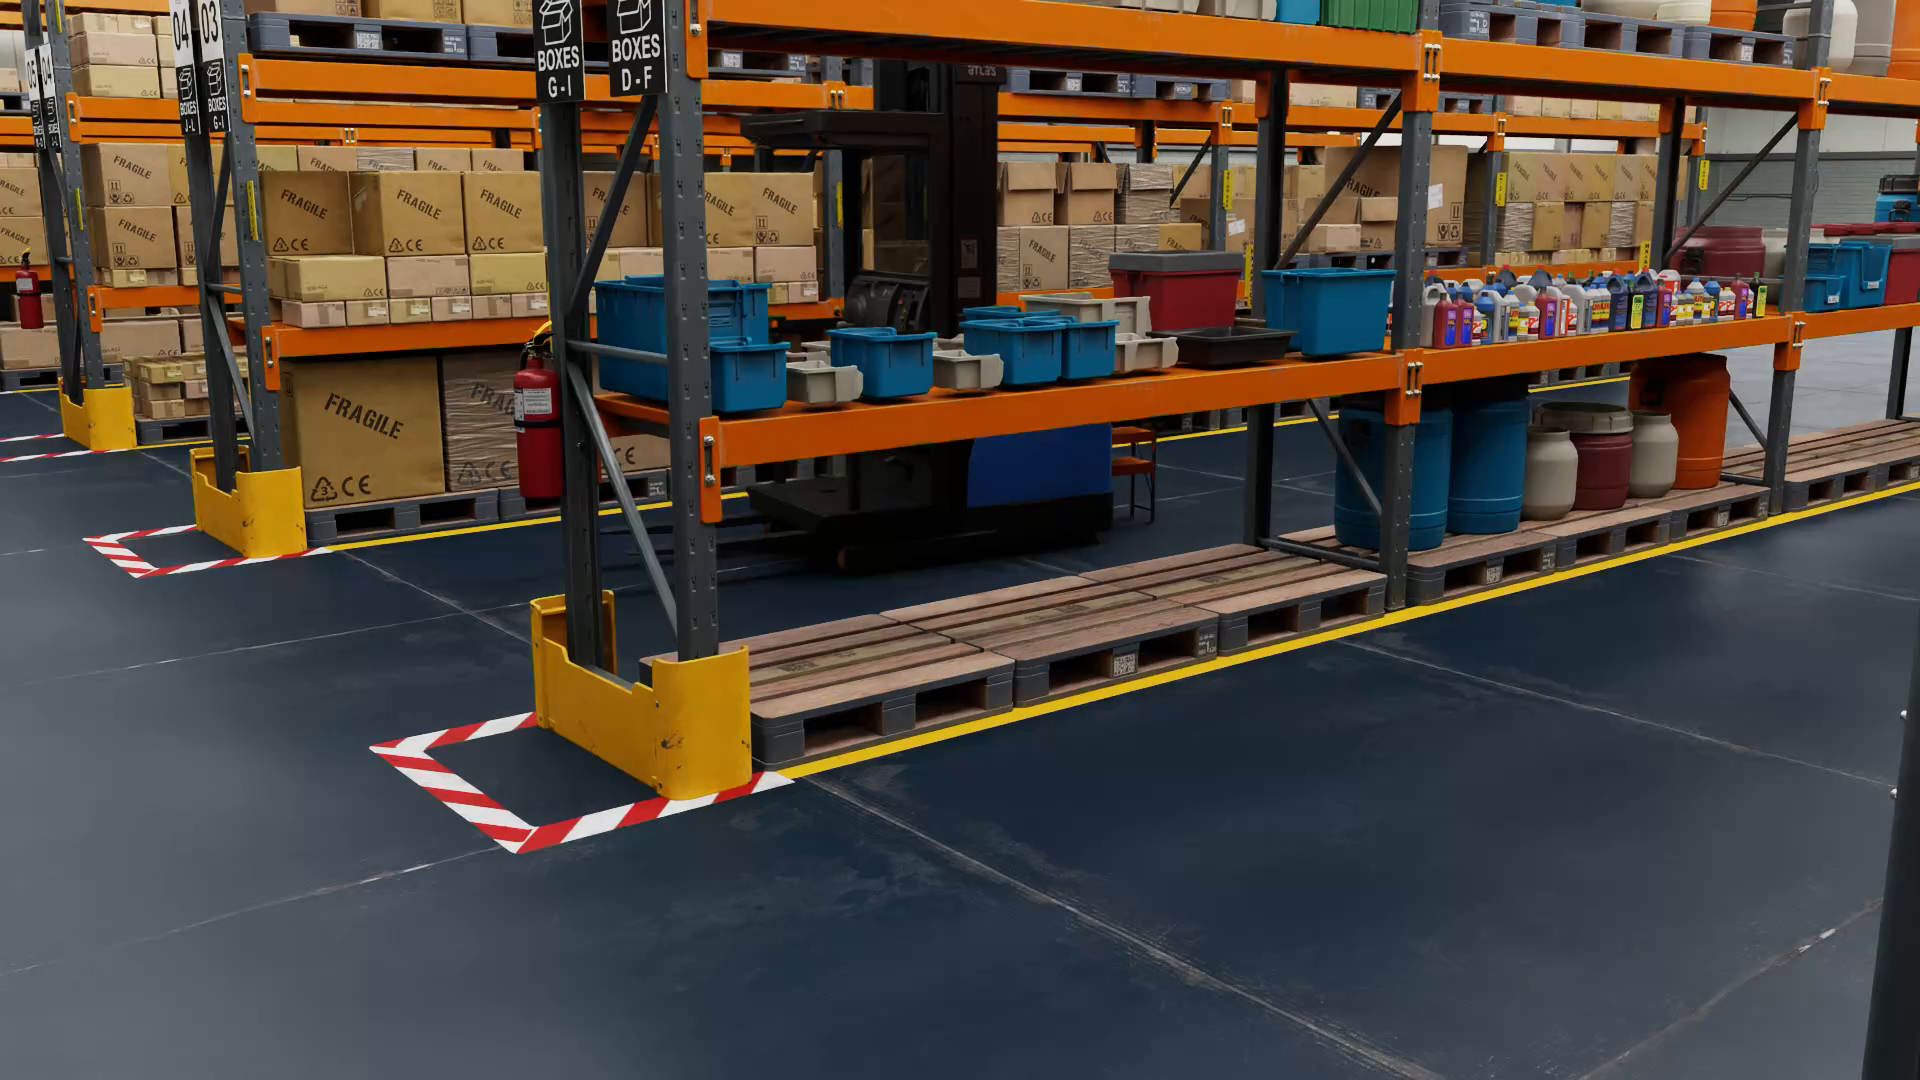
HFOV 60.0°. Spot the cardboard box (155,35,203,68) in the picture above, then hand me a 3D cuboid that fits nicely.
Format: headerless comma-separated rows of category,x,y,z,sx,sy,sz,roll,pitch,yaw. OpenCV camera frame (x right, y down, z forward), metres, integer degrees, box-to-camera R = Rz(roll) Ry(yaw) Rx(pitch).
cardboard box,-6.417,-4.012,13.738,0.500,0.250,0.500,-10,15,-38

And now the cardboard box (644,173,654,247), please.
cardboard box,-2.109,-2.348,11.805,0.500,0.500,0.500,-9,15,-38

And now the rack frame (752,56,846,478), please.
rack frame,-1.186,-1.992,12.291,0.127,3.000,1.000,-9,15,-38

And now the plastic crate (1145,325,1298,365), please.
plastic crate,1.202,-0.895,7.640,0.590,0.125,0.437,-9,15,-38

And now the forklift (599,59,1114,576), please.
forklift,-0.603,-1.361,9.480,3.031,2.935,1.130,-7,14,-30

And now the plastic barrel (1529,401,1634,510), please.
plastic barrel,3.779,-0.521,10.156,0.708,0.588,0.600,-9,15,-38

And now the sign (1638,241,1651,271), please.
sign,4.683,-1.876,11.351,0.005,0.325,0.100,-9,15,-38

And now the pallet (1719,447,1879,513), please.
pallet,5.661,-0.438,11.685,1.213,0.211,1.003,-9,15,-38

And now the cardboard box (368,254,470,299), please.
cardboard box,-3.364,-1.633,10.241,0.500,0.250,0.500,-10,15,-38

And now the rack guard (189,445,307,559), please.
rack guard,-4.328,-0.248,10.091,0.348,0.500,1.175,-9,15,-38

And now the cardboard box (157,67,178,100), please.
cardboard box,-6.404,-3.769,13.798,0.500,0.250,0.500,-9,15,-36

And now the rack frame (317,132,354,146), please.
rack frame,-7.376,-3.600,19.860,0.127,3.000,1.000,-9,15,-38

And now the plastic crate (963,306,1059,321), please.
plastic crate,0.229,-0.926,7.525,0.300,0.233,0.416,-9,15,-38

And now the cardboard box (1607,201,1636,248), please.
cardboard box,7.005,-3.535,18.597,0.500,0.500,0.875,-9,15,-38

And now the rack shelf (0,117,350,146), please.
rack shelf,-8.938,-4.456,18.401,4.000,0.370,1.077,-9,15,-38

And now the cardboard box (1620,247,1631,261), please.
cardboard box,7.307,-3.227,18.711,0.250,0.149,0.380,-9,15,-38

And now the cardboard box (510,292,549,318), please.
cardboard box,-2.823,-1.510,10.625,0.250,0.149,0.380,-10,15,-38

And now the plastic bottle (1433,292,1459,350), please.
plastic bottle,2.461,-1.110,8.418,0.133,0.283,0.061,-9,15,-38

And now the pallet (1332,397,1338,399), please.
pallet,4.454,-1.565,16.992,1.213,0.211,1.003,-9,15,-38

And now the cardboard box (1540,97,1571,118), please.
cardboard box,5.983,-4.511,17.290,0.500,0.250,0.500,-10,15,-38

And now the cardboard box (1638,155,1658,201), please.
cardboard box,7.523,-4.056,18.644,0.500,0.500,0.500,-9,15,-38

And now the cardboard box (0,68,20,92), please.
cardboard box,-10.205,-4.802,17.409,0.500,0.250,0.500,-11,16,-43

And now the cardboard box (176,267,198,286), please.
cardboard box,-6.455,-2.223,13.981,0.250,0.149,0.380,-10,16,-39

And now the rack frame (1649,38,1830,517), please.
rack frame,5.032,-1.708,10.952,0.127,3.000,1.000,-9,15,-38

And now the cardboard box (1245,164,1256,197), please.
cardboard box,3.625,-4.700,22.081,0.500,0.550,0.875,-9,15,-38

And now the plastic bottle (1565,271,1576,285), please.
plastic bottle,3.818,-1.547,10.475,0.133,0.283,0.061,-9,15,-38

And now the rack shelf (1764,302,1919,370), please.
rack shelf,6.594,-1.616,12.249,4.000,0.370,1.077,-9,15,-38

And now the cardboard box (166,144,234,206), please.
cardboard box,-6.422,-3.056,13.936,0.500,0.500,0.500,-9,15,-36

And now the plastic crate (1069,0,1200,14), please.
plastic crate,0.709,-2.317,6.882,0.530,0.282,0.437,-9,15,-38

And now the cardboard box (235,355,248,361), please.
cardboard box,-6.148,-1.519,14.479,0.250,0.149,0.380,-10,16,-40

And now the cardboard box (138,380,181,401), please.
cardboard box,-6.759,-1.274,14.042,0.250,0.149,0.380,-9,15,-35

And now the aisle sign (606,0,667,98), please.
aisle sign,-1.085,-1.884,5.522,0.004,0.787,0.394,-9,15,-38

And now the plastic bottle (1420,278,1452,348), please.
plastic bottle,2.417,-1.163,8.505,0.185,0.351,0.144,-9,15,-38

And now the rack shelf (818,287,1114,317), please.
rack shelf,0.376,-1.900,13.587,4.000,0.370,1.077,-9,15,-38

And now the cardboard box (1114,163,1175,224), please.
cardboard box,1.357,-2.959,14.186,0.637,0.503,0.797,-9,15,-36

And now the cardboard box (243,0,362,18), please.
cardboard box,-3.936,-3.320,9.829,0.500,0.500,0.700,-11,16,-41

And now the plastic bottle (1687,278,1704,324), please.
plastic bottle,4.397,-1.431,9.956,0.097,0.271,0.097,0,12,0

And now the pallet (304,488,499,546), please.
pallet,-3.734,-0.226,10.684,1.213,0.211,1.003,-9,15,-38

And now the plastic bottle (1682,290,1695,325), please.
plastic bottle,4.321,-1.384,9.904,0.097,0.201,0.097,0,12,0

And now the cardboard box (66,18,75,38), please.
cardboard box,-7.253,-4.215,13.735,0.250,0.149,0.380,-10,15,-38

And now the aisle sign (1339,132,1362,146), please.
aisle sign,5.408,-5.599,23.018,0.004,0.787,0.394,-9,15,-38

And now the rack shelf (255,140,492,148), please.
rack shelf,-8.918,-5.779,24.635,4.000,0.370,1.077,-9,15,-38

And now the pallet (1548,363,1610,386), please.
pallet,6.517,-1.919,18.656,1.213,0.211,1.003,-9,15,-38

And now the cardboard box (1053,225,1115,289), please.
cardboard box,0.911,-2.325,13.614,0.500,0.500,0.500,-10,16,-39

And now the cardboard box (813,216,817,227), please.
cardboard box,-1.594,-3.350,17.560,0.250,0.149,0.380,-9,15,-36

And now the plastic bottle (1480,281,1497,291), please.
plastic bottle,3.072,-1.372,9.680,0.097,0.271,0.097,0,12,0

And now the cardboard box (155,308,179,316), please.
cardboard box,-11.011,-3.106,23.107,0.258,0.266,0.396,-9,15,-36

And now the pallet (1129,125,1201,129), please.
pallet,2.687,-5.376,21.219,1.213,0.211,1.003,-9,15,-38

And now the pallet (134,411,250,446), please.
pallet,-6.613,-1.037,14.502,1.213,0.211,1.003,-9,15,-38

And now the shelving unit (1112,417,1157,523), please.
shelving unit,0.965,-0.689,10.487,0.503,1.200,0.258,-7,14,-30

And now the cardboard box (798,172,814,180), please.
cardboard box,-2.078,-5.128,23.525,0.250,0.149,0.380,-10,16,-40

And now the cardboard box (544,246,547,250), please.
cardboard box,-2.899,-1.852,11.272,0.500,0.250,0.500,-9,15,-38

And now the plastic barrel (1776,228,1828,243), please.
plastic barrel,6.031,-1.986,11.989,0.421,0.512,0.421,0,12,0

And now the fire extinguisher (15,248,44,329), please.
fire extinguisher,-7.814,-2.113,13.942,0.183,0.674,0.296,-9,15,-38

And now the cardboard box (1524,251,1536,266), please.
cardboard box,5.798,-2.954,17.424,0.250,0.149,0.380,-9,15,-38

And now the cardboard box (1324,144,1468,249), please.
cardboard box,4.353,-3.449,16.695,1.000,1.000,1.000,-9,15,-37

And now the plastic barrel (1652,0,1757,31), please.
plastic barrel,4.587,-3.518,10.207,0.708,0.830,0.600,-9,15,-38
